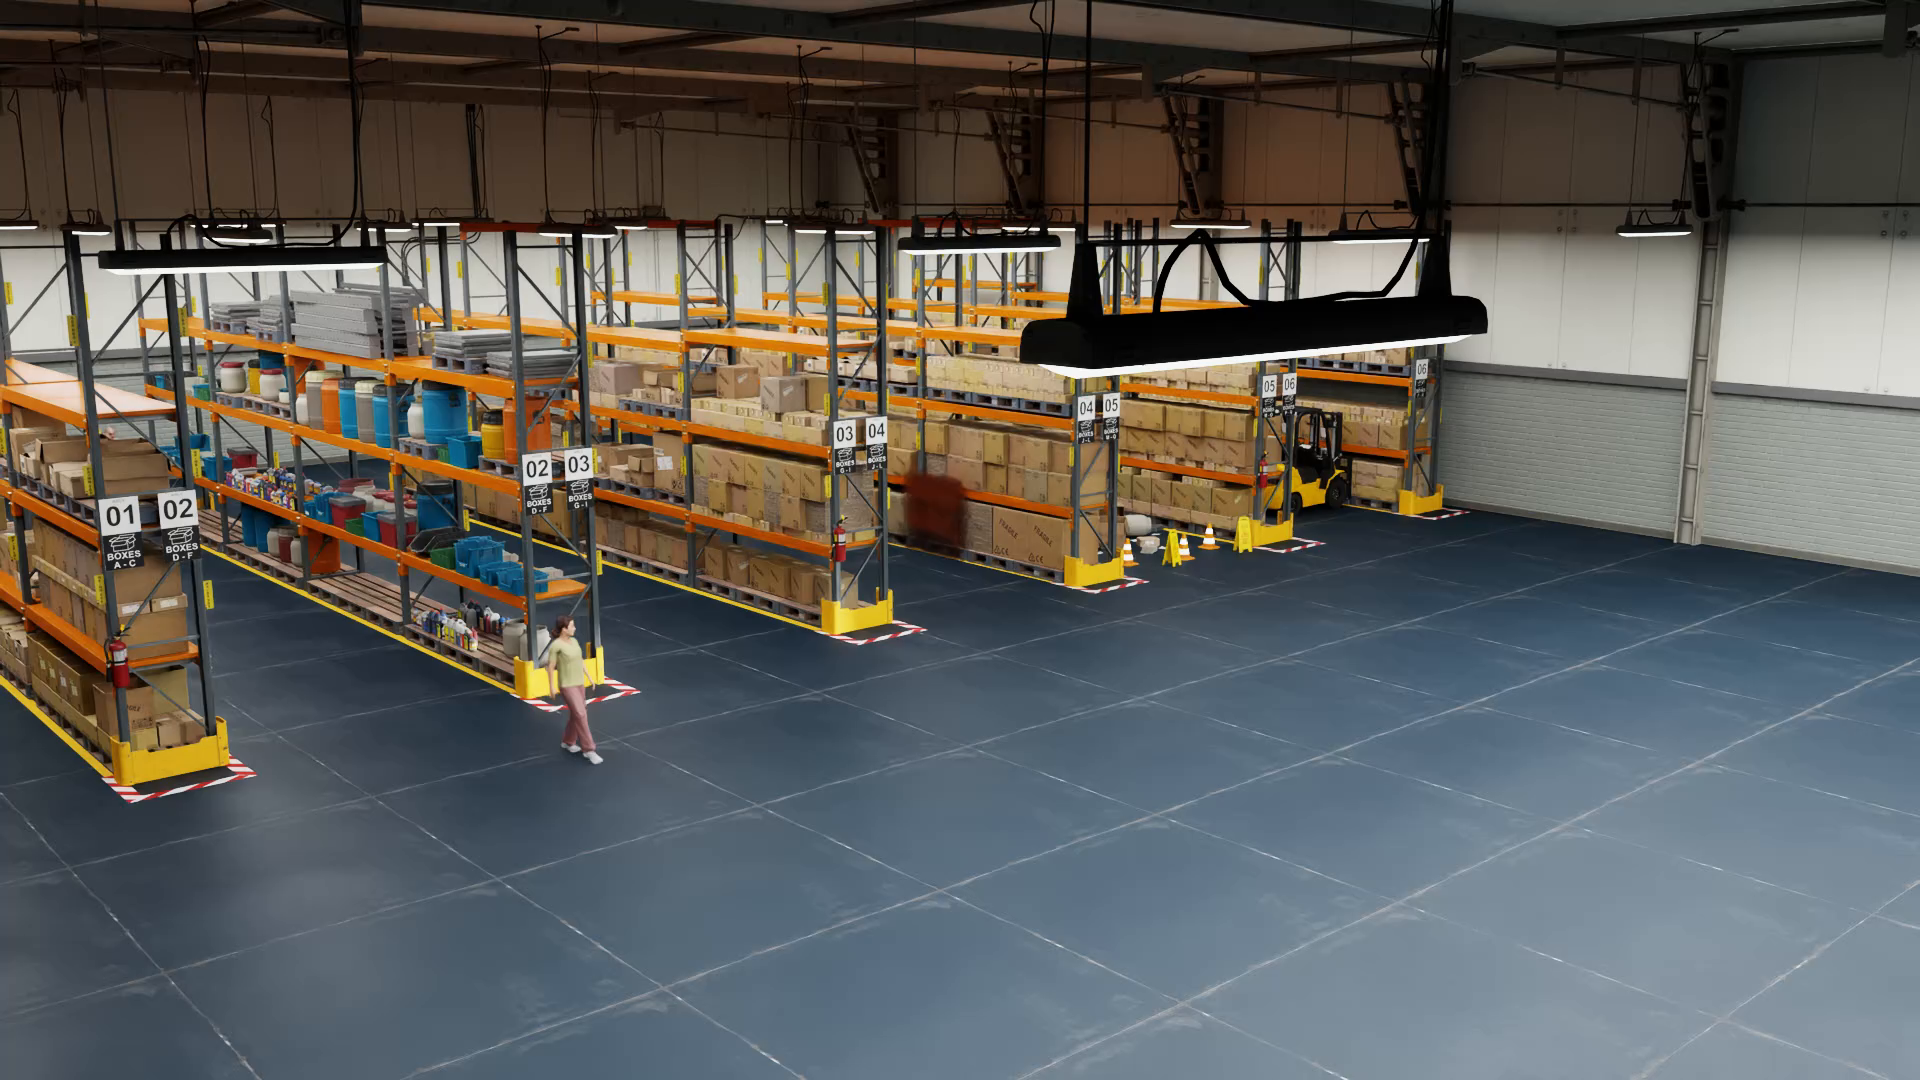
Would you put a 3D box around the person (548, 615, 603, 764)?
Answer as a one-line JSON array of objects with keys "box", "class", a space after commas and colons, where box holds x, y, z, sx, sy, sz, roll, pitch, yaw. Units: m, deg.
[{"box": [-4.405, 1.706, 19.284, 0.762, 1.663, 0.472, 5, 13, 24], "class": "person"}]

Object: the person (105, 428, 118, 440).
[{"box": [-17.786, -1.505, 34.881, 0.543, 1.720, 1.202, -3, 12, -12], "class": "person"}]
